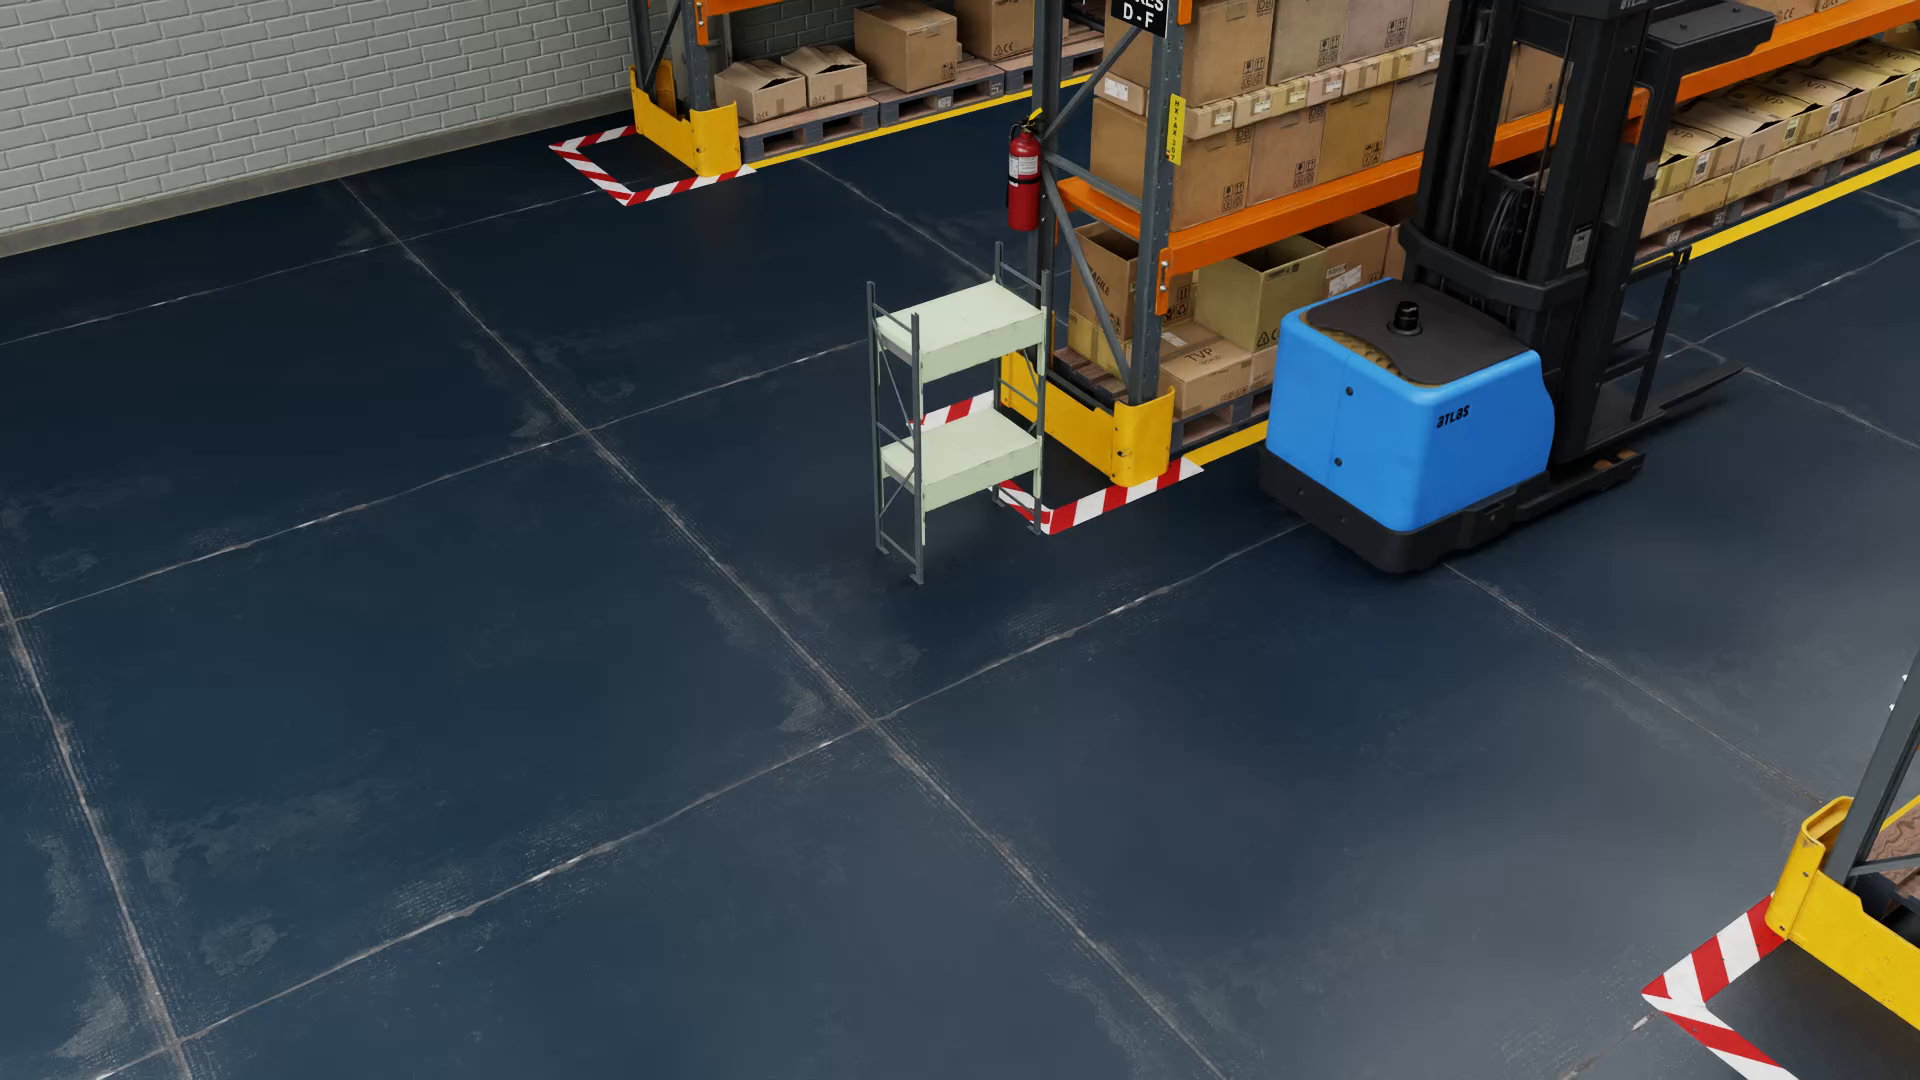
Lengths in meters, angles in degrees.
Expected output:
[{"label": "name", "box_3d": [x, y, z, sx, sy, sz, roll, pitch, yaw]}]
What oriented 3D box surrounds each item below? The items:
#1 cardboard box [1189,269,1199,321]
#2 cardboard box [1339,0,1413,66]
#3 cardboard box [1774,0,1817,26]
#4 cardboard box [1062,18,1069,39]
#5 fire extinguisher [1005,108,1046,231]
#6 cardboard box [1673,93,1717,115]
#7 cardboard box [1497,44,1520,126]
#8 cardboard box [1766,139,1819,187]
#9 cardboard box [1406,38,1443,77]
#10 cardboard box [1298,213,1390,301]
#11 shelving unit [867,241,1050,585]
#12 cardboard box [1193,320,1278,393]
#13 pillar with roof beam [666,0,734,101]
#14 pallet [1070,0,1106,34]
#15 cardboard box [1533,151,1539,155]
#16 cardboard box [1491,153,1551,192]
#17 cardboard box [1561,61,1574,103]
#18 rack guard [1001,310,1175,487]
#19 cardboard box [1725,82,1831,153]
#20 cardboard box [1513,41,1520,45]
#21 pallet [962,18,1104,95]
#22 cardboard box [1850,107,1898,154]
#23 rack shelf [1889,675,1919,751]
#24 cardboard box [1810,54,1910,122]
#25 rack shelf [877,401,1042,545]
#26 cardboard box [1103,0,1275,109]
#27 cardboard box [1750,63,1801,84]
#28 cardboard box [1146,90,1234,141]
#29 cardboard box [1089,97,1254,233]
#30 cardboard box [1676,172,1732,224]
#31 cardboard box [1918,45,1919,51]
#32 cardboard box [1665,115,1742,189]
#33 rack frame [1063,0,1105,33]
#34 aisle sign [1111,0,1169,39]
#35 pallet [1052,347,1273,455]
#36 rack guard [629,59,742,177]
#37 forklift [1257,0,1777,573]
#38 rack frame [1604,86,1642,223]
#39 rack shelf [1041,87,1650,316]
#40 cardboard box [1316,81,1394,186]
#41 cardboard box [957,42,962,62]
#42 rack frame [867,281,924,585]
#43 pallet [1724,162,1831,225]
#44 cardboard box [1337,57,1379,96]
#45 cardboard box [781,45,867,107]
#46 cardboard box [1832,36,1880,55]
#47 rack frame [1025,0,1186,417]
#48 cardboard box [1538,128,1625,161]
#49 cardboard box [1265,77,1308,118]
[{"label": "cardboard box", "box_3d": [1.379, -1.380, 9.908, 0.500, 0.250, 0.500, -22, 41, -28]}, {"label": "cardboard box", "box_3d": [1.979, -2.916, 8.852, 0.500, 0.500, 0.700, -22, 41, -28]}, {"label": "cardboard box", "box_3d": [5.455, -3.813, 11.210, 0.500, 0.500, 0.500, -22, 41, -28]}, {"label": "cardboard box", "box_3d": [0.702, -4.373, 14.124, 0.250, 0.166, 0.380, -28, 44, -33]}, {"label": "fire extinguisher", "box_3d": [0.345, -1.981, 8.815, 0.183, 0.674, 0.296, -22, 41, -28]}, {"label": "cardboard box", "box_3d": [4.975, -3.076, 11.786, 0.500, 0.311, 0.500, -22, 41, -28]}, {"label": "cardboard box", "box_3d": [2.780, -2.717, 9.686, 0.500, 0.500, 0.700, -22, 41, -27]}, {"label": "cardboard box", "box_3d": [5.707, -2.765, 11.834, 0.500, 0.250, 0.500, -22, 41, -27]}, {"label": "cardboard box", "box_3d": [2.410, -2.680, 9.080, 0.250, 0.149, 0.380, -22, 41, -27]}, {"label": "cardboard box", "box_3d": [2.084, -1.607, 9.582, 0.500, 0.500, 0.500, -22, 41, -28]}, {"label": "shelving unit", "box_3d": [-0.005, -0.607, 8.122, 0.755, 1.500, 0.431, -22, 41, -28]}, {"label": "cardboard box", "box_3d": [1.682, -1.129, 9.559, 0.500, 0.250, 0.500, -22, 41, -28]}, {"label": "pillar with roof beam", "box_3d": [0.406, -5.223, 8.118, 0.400, 9.000, 9.100, -22, 41, -28]}, {"label": "pallet", "box_3d": [1.757, -4.669, 14.875, 1.213, 0.211, 1.003, -22, 41, -28]}, {"label": "cardboard box", "box_3d": [3.419, -2.528, 10.862, 0.500, 0.500, 0.500, -22, 41, -28]}, {"label": "cardboard box", "box_3d": [3.310, -2.112, 10.284, 0.500, 0.500, 0.500, -22, 41, -28]}, {"label": "cardboard box", "box_3d": [3.619, -3.064, 10.169, 0.500, 0.500, 0.700, -24, 42, -29]}, {"label": "rack guard", "box_3d": [0.689, -0.808, 9.258, 0.348, 0.500, 1.175, -22, 41, -28]}, {"label": "cardboard box", "box_3d": [5.716, -2.996, 11.675, 0.500, 0.311, 0.500, -21, 41, -27]}, {"label": "cardboard box", "box_3d": [3.047, -2.945, 9.448, 0.250, 0.149, 0.380, -23, 41, -28]}, {"label": "pallet", "box_3d": [0.593, -4.164, 14.172, 1.213, 0.211, 1.003, -22, 41, -28]}, {"label": "cardboard box", "box_3d": [6.539, -3.107, 12.310, 0.500, 0.250, 0.500, -23, 42, -28]}, {"label": "rack shelf", "box_3d": [5.194, 0.154, 6.396, 4.000, 0.370, 1.077, -22, 41, -28]}, {"label": "cardboard box", "box_3d": [6.541, -3.332, 12.142, 0.500, 0.311, 0.500, -23, 42, -29]}, {"label": "rack shelf", "box_3d": [-0.005, -0.342, 8.313, 0.720, 0.370, 0.431, -22, 41, -28]}, {"label": "cardboard box", "box_3d": [1.141, -2.567, 8.366, 0.500, 0.500, 0.700, -22, 41, -28]}, {"label": "cardboard box", "box_3d": [5.808, -3.416, 12.259, 0.500, 0.311, 0.500, -24, 42, -29]}, {"label": "cardboard box", "box_3d": [1.154, -2.164, 8.362, 0.250, 0.149, 0.380, -23, 41, -28]}, {"label": "cardboard box", "box_3d": [1.098, -2.022, 8.720, 0.500, 0.500, 0.700, -22, 41, -28]}, {"label": "cardboard box", "box_3d": [4.869, -2.419, 11.353, 0.500, 0.250, 0.500, -21, 41, -27]}, {"label": "cardboard box", "box_3d": [7.785, -3.702, 12.906, 0.500, 0.500, 0.500, -21, 41, -26]}, {"label": "cardboard box", "box_3d": [4.872, -2.644, 11.185, 0.500, 0.311, 0.500, -23, 42, -28]}, {"label": "rack frame", "box_3d": [1.122, -5.539, 13.696, 0.127, 3.000, 1.000, -22, 41, -28]}, {"label": "aisle sign", "box_3d": [0.831, -2.718, 7.547, 0.004, 0.787, 0.394, -22, 41, -28]}, {"label": "pallet", "box_3d": [1.310, -0.976, 9.739, 1.213, 0.211, 1.003, -22, 41, -28]}, {"label": "rack guard", "box_3d": [-2.086, -3.204, 12.590, 0.348, 0.500, 1.175, -22, 41, -28]}, {"label": "forklift", "box_3d": [3.094, -1.689, 8.402, 3.031, 2.935, 1.130, -21, 41, -27]}, {"label": "rack frame", "box_3d": [3.978, -3.176, 10.410, 0.127, 3.000, 1.000, -22, 41, -28]}, {"label": "rack shelf", "box_3d": [2.344, -2.211, 9.685, 4.000, 0.370, 1.077, -22, 41, -28]}, {"label": "cardboard box", "box_3d": [1.933, -2.365, 9.197, 0.500, 0.500, 0.700, -22, 41, -28]}, {"label": "cardboard box", "box_3d": [-0.197, -4.032, 13.665, 0.250, 0.149, 0.380, -26, 43, -31]}, {"label": "rack frame", "box_3d": [-0.305, -0.484, 7.951, 0.023, 1.500, 0.400, -22, 41, -28]}, {"label": "pallet", "box_3d": [5.556, -2.723, 12.169, 1.213, 0.211, 1.003, -22, 41, -28]}, {"label": "cardboard box", "box_3d": [1.996, -2.512, 8.845, 0.250, 0.149, 0.380, -24, 42, -29]}, {"label": "cardboard box", "box_3d": [-1.065, -3.662, 13.012, 0.500, 0.311, 0.500, -19, 40, -24]}, {"label": "cardboard box", "box_3d": [6.651, -3.767, 12.747, 0.500, 0.311, 0.500, -21, 41, -26]}, {"label": "rack frame", "box_3d": [0.709, -1.831, 8.540, 0.127, 3.000, 1.000, -22, 41, -28]}, {"label": "cardboard box", "box_3d": [4.144, -2.731, 11.306, 0.500, 0.311, 0.500, -22, 41, -28]}, {"label": "cardboard box", "box_3d": [1.572, -2.337, 8.603, 0.250, 0.149, 0.380, -22, 41, -28]}]
